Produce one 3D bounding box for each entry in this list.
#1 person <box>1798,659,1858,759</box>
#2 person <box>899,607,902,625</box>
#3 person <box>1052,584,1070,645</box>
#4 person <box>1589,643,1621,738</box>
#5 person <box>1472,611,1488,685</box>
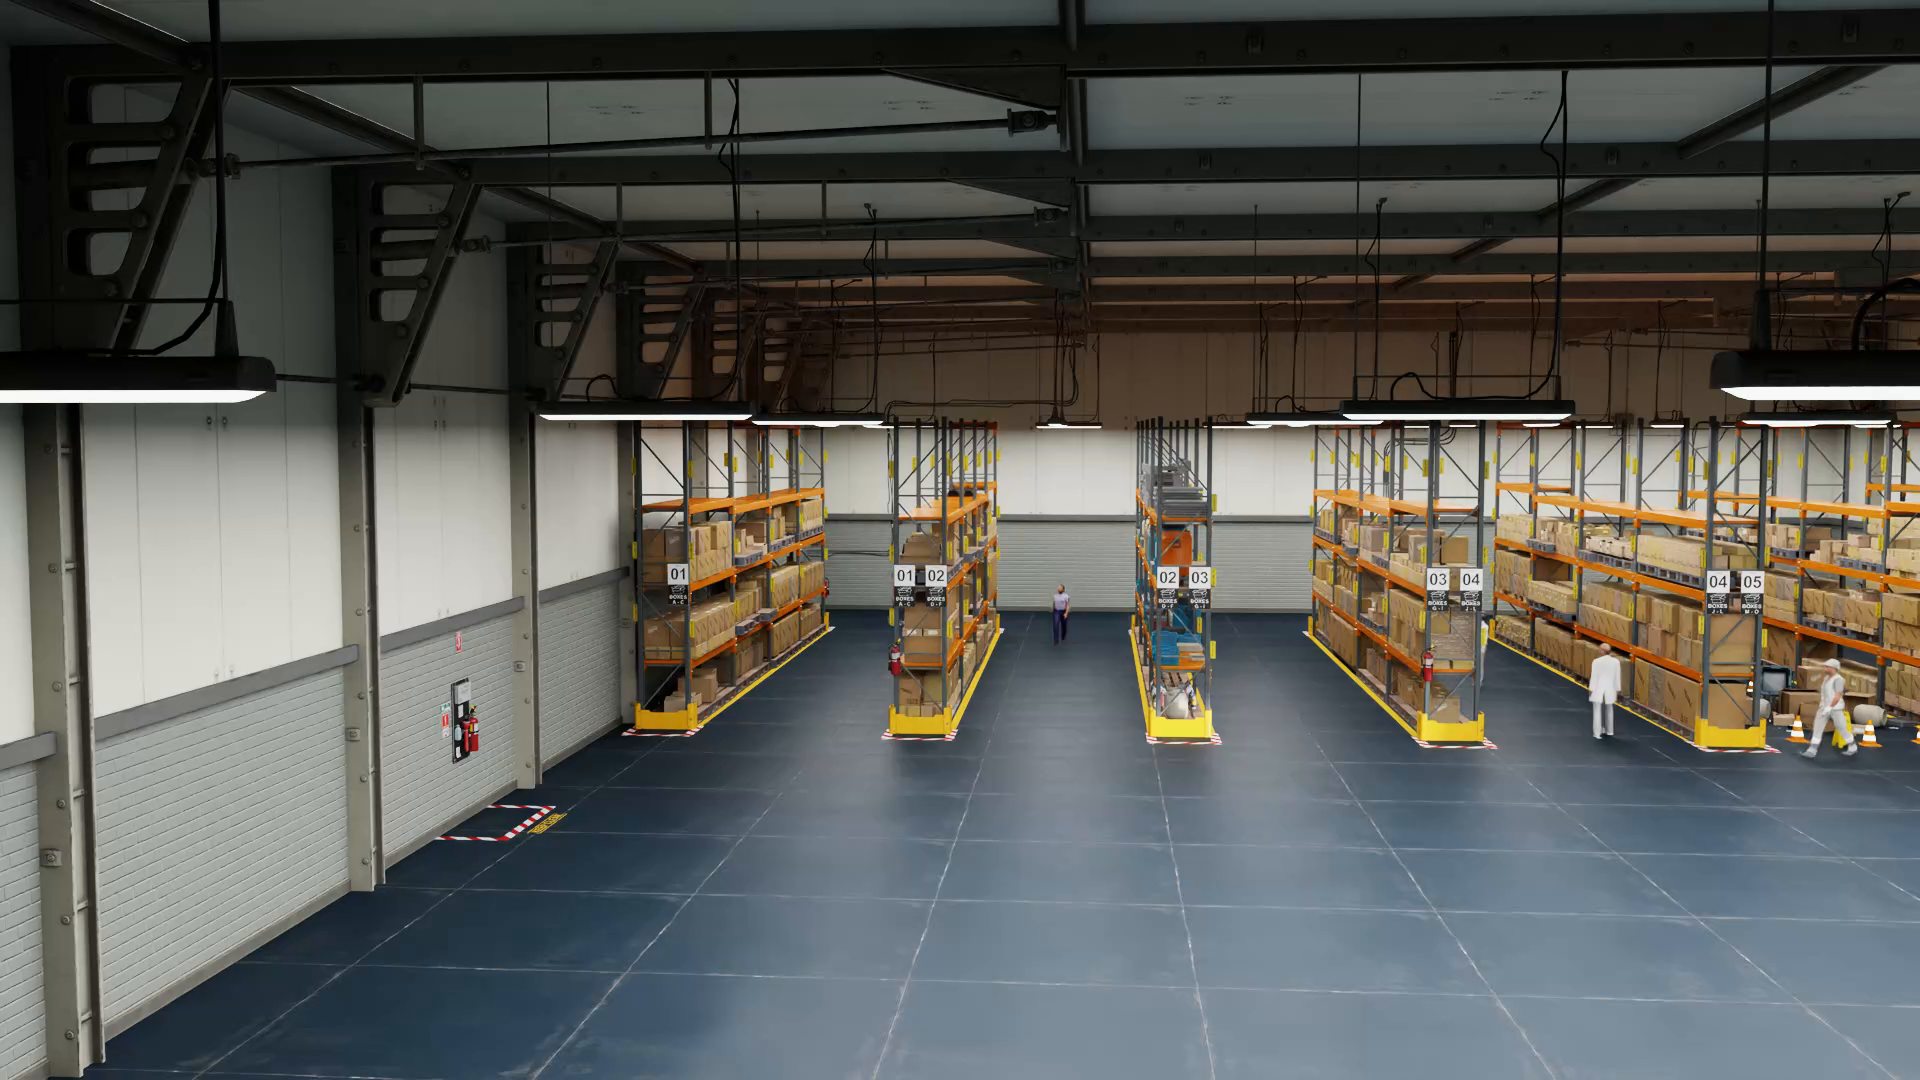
[{"bbox_3d":[15.207,2.949,29.033,1.057,1.756,0.501,-1,4,-18],"label":"person"},{"bbox_3d":[-1.695,1.733,48.859,0.577,1.611,0.524,1,4,10],"label":"person"},{"bbox_3d":[2.673,1.982,44.186,0.468,1.566,0.932,0,4,0],"label":"person"},{"bbox_3d":[12.074,2.803,31.186,0.580,1.776,0.666,1,4,11],"label":"person"},{"bbox_3d":[11.684,2.428,37.594,0.542,1.684,0.480,-2,4,-28],"label":"person"}]
